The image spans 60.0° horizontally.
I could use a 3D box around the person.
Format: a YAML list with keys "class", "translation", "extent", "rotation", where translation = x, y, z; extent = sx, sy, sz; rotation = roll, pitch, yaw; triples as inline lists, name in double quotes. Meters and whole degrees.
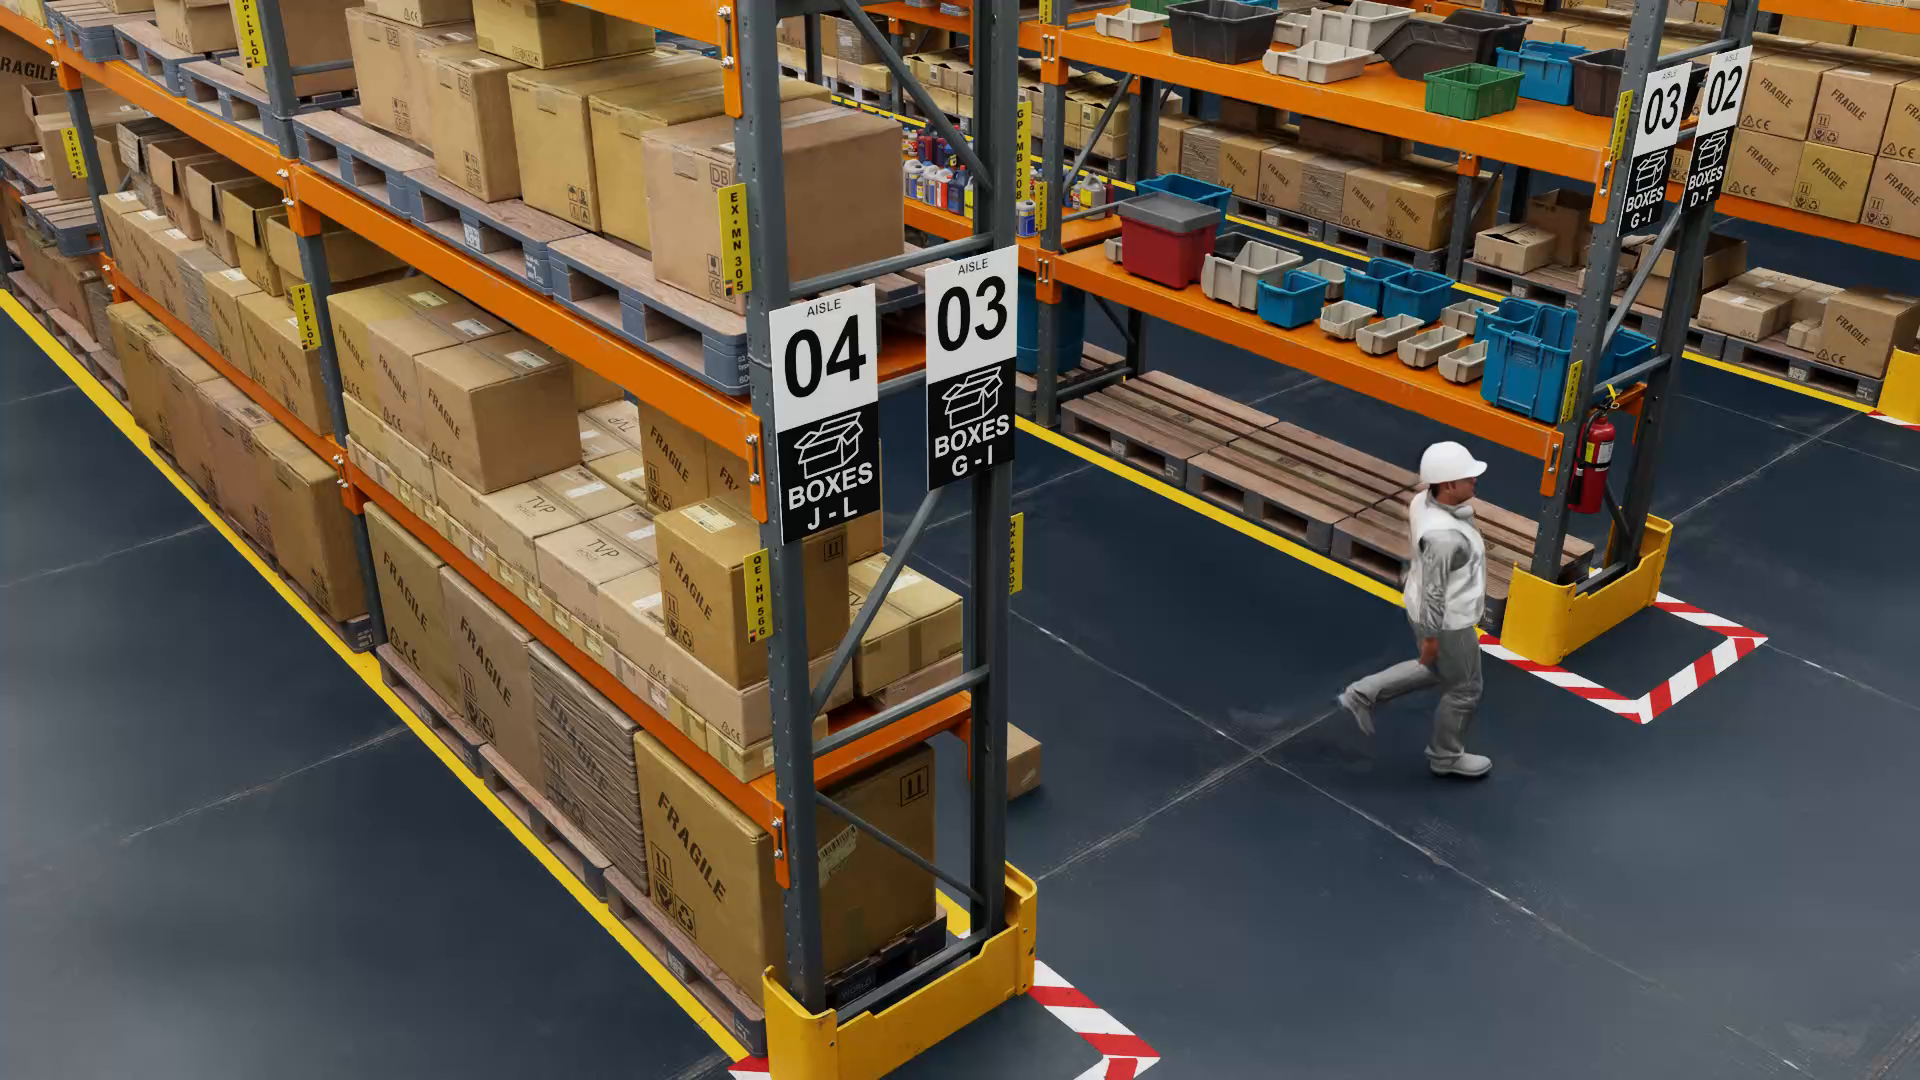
- class: "person"
  translation: [2.264, 0.335, 7.944]
  extent: [0.759, 1.745, 0.529]
  rotation: [2, 28, 3]
